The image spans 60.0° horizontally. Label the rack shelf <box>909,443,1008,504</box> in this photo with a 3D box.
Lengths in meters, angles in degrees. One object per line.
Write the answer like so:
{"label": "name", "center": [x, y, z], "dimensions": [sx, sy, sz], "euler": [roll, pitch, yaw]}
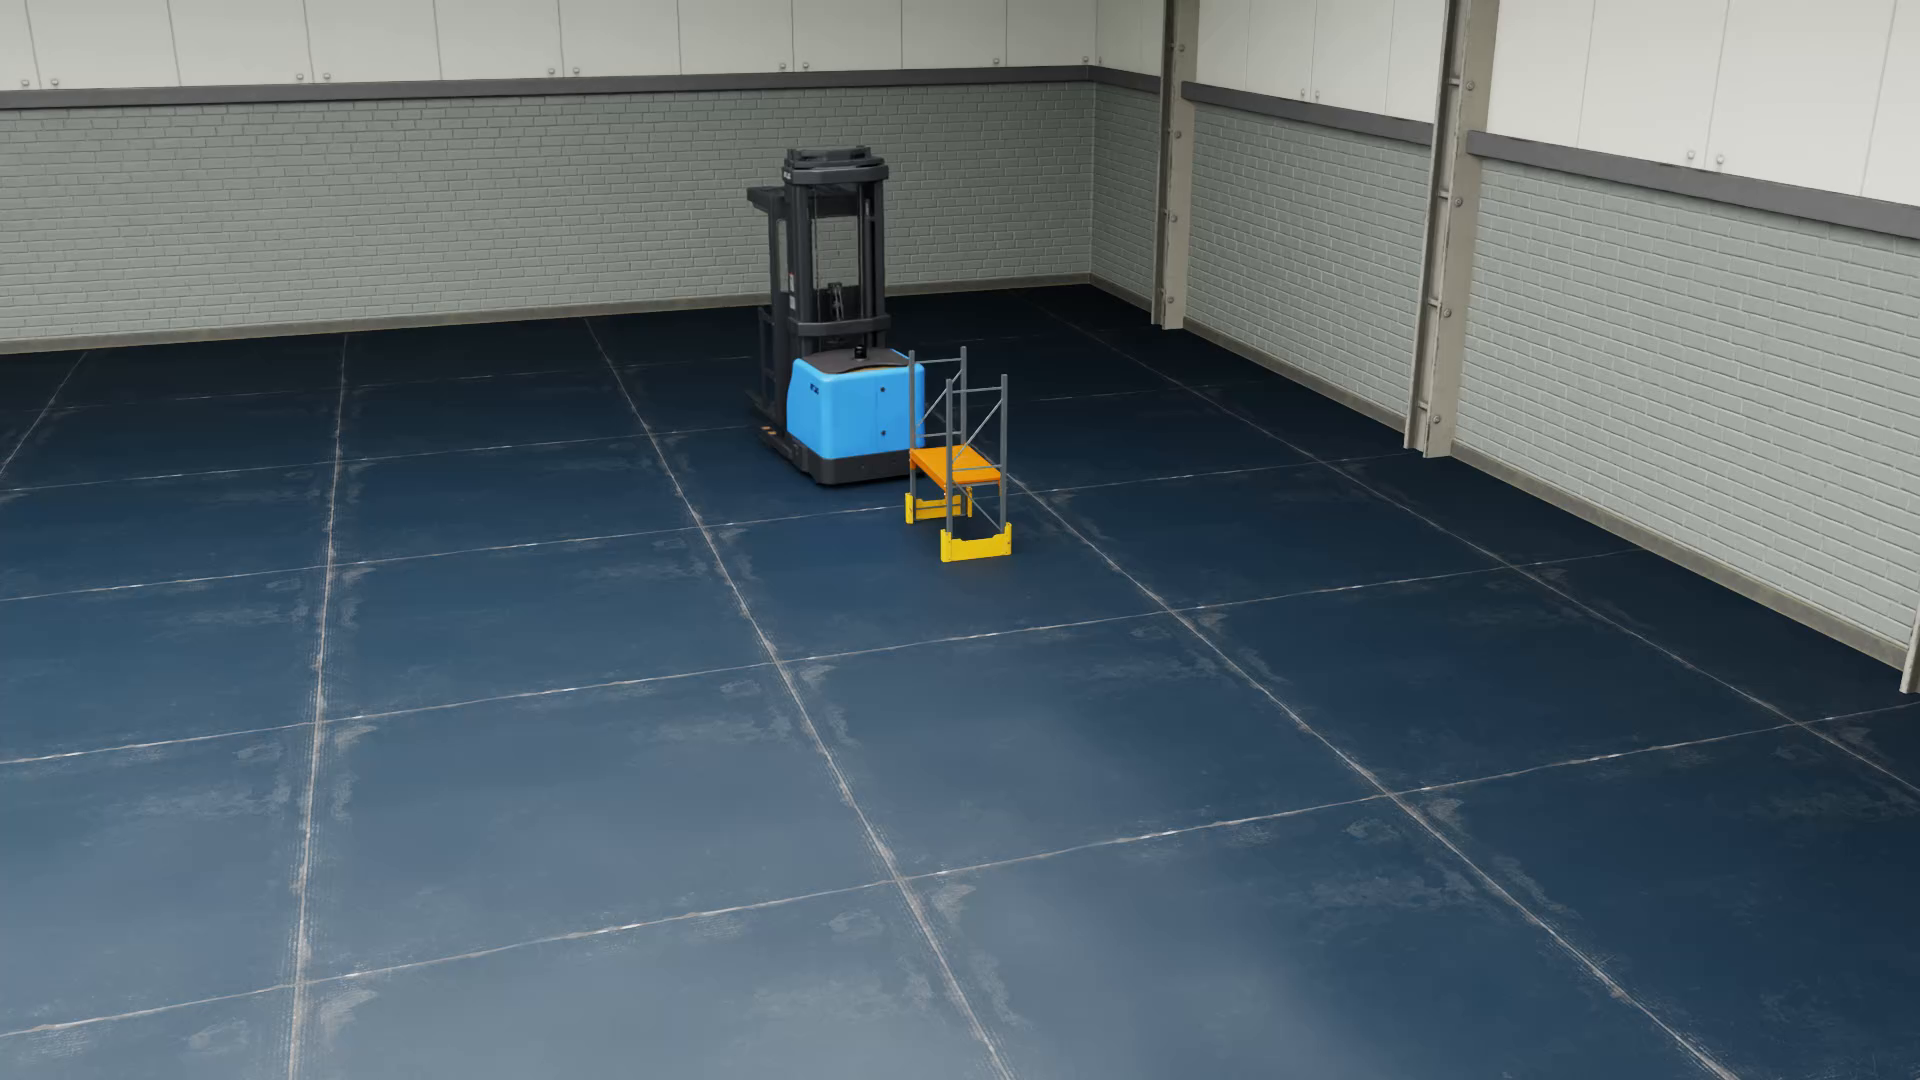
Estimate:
{"label": "rack shelf", "center": [-0.027, -0.564, 13.800], "dimensions": [0.538, 0.185, 1.000], "euler": [-6, 21, -17]}

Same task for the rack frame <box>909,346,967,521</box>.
{"label": "rack frame", "center": [-0.187, -0.896, 14.193], "dimensions": [0.500, 1.500, 0.032], "euler": [-6, 21, -17]}

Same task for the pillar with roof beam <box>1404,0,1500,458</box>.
{"label": "pillar with roof beam", "center": [0.514, -4.652, 13.557], "dimensions": [9.100, 9.000, 0.400], "euler": [-6, 21, -17]}

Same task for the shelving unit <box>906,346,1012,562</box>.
{"label": "shelving unit", "center": [-0.024, -0.730, 13.731], "dimensions": [0.587, 1.500, 1.083], "euler": [-6, 21, -17]}

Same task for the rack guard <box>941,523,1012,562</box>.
{"label": "rack guard", "center": [0.133, 0.018, 13.497], "dimensions": [0.587, 0.250, 0.087], "euler": [-6, 21, -17]}

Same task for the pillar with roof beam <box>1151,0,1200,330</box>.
{"label": "pillar with roof beam", "center": [-1.372, -6.578, 18.917], "dimensions": [9.100, 9.000, 0.400], "euler": [-6, 21, -17]}

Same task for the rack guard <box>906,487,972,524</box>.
{"label": "rack guard", "center": [-0.180, -0.302, 14.387], "dimensions": [0.587, 0.250, 0.087], "euler": [-6, 21, -17]}

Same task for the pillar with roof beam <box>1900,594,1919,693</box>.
{"label": "pillar with roof beam", "center": [2.400, -2.727, 8.196], "dimensions": [9.100, 9.000, 0.400], "euler": [-6, 21, -17]}

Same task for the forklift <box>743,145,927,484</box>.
{"label": "forklift", "center": [-1.373, -2.343, 16.104], "dimensions": [1.130, 2.935, 3.031], "euler": [-9, 22, -23]}

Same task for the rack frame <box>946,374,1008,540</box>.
{"label": "rack frame", "center": [0.133, -0.570, 13.285], "dimensions": [0.500, 1.500, 0.032], "euler": [-6, 21, -17]}
